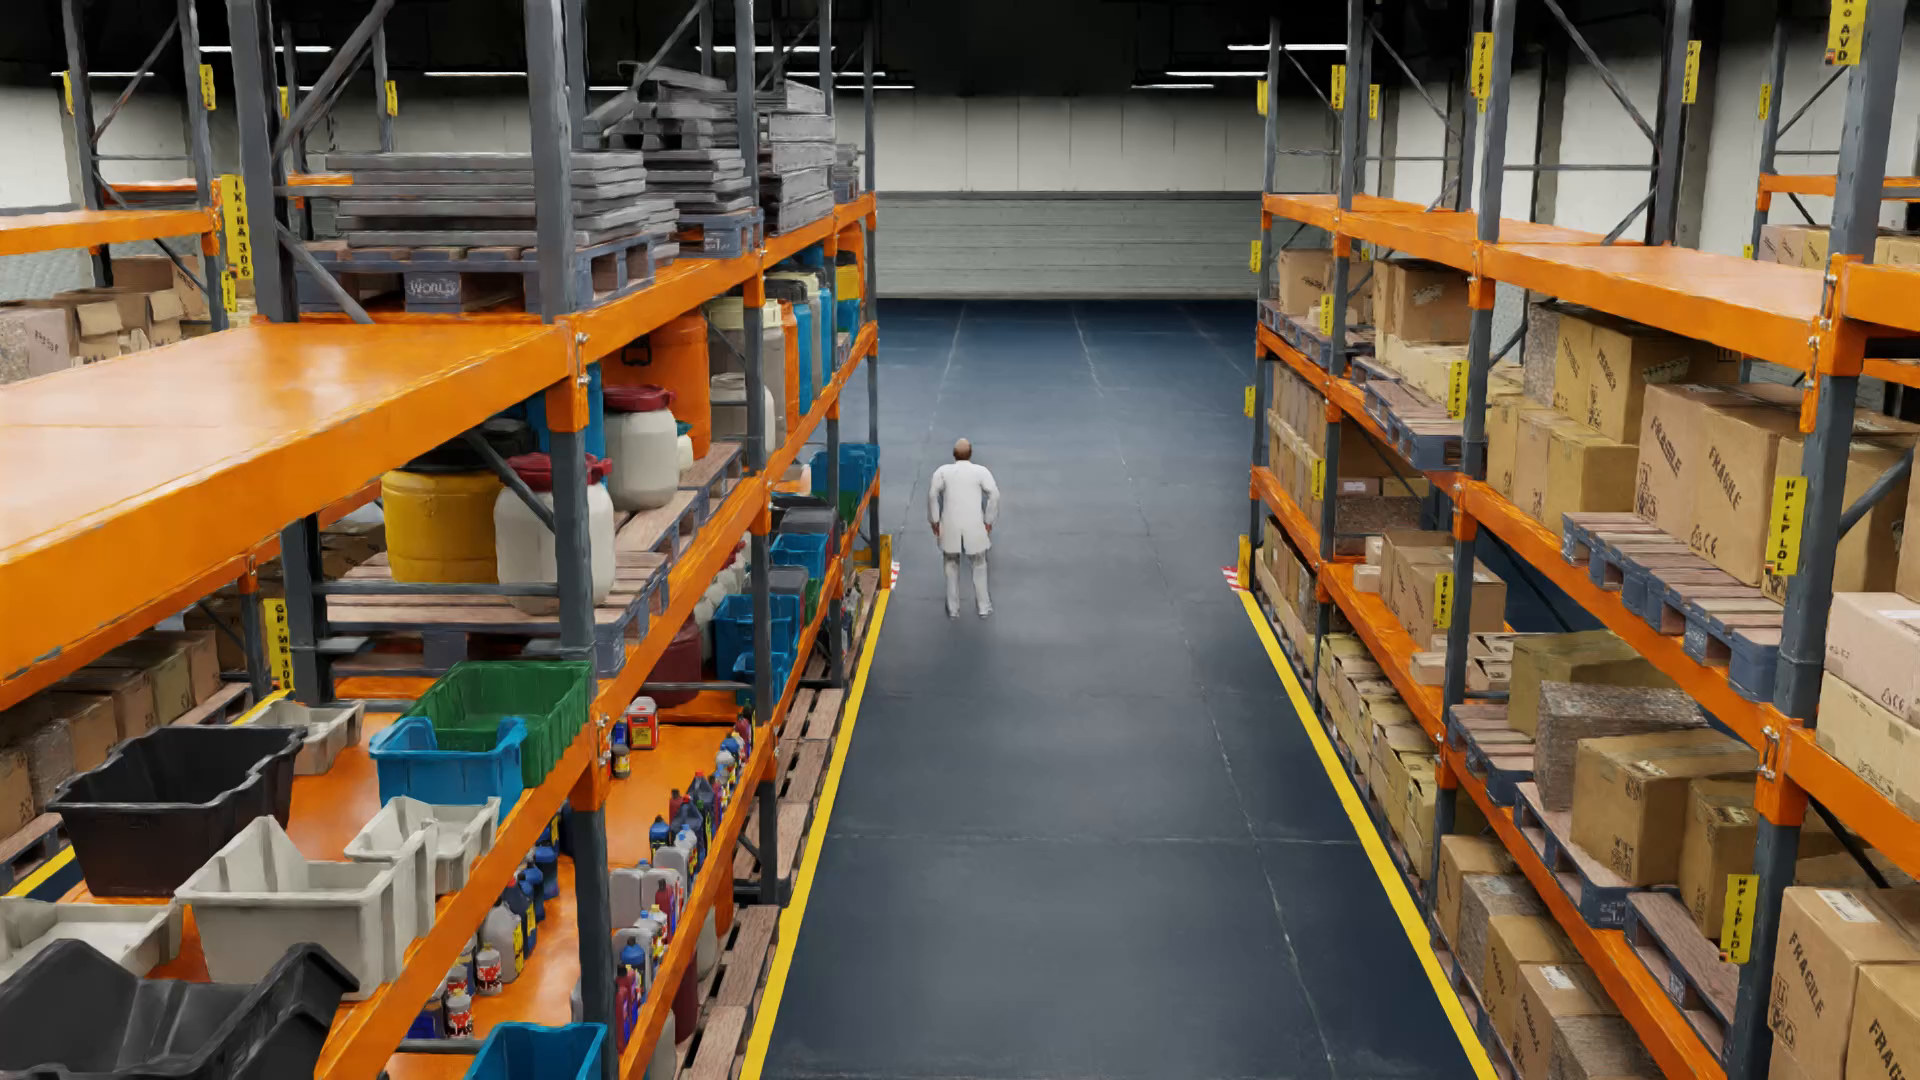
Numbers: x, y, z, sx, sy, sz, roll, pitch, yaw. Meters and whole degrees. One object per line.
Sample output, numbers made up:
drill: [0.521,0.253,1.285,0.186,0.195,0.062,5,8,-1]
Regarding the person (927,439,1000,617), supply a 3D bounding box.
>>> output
person: [0.038,-0.126,16.604,0.725,1.741,0.520,0,14,1]
